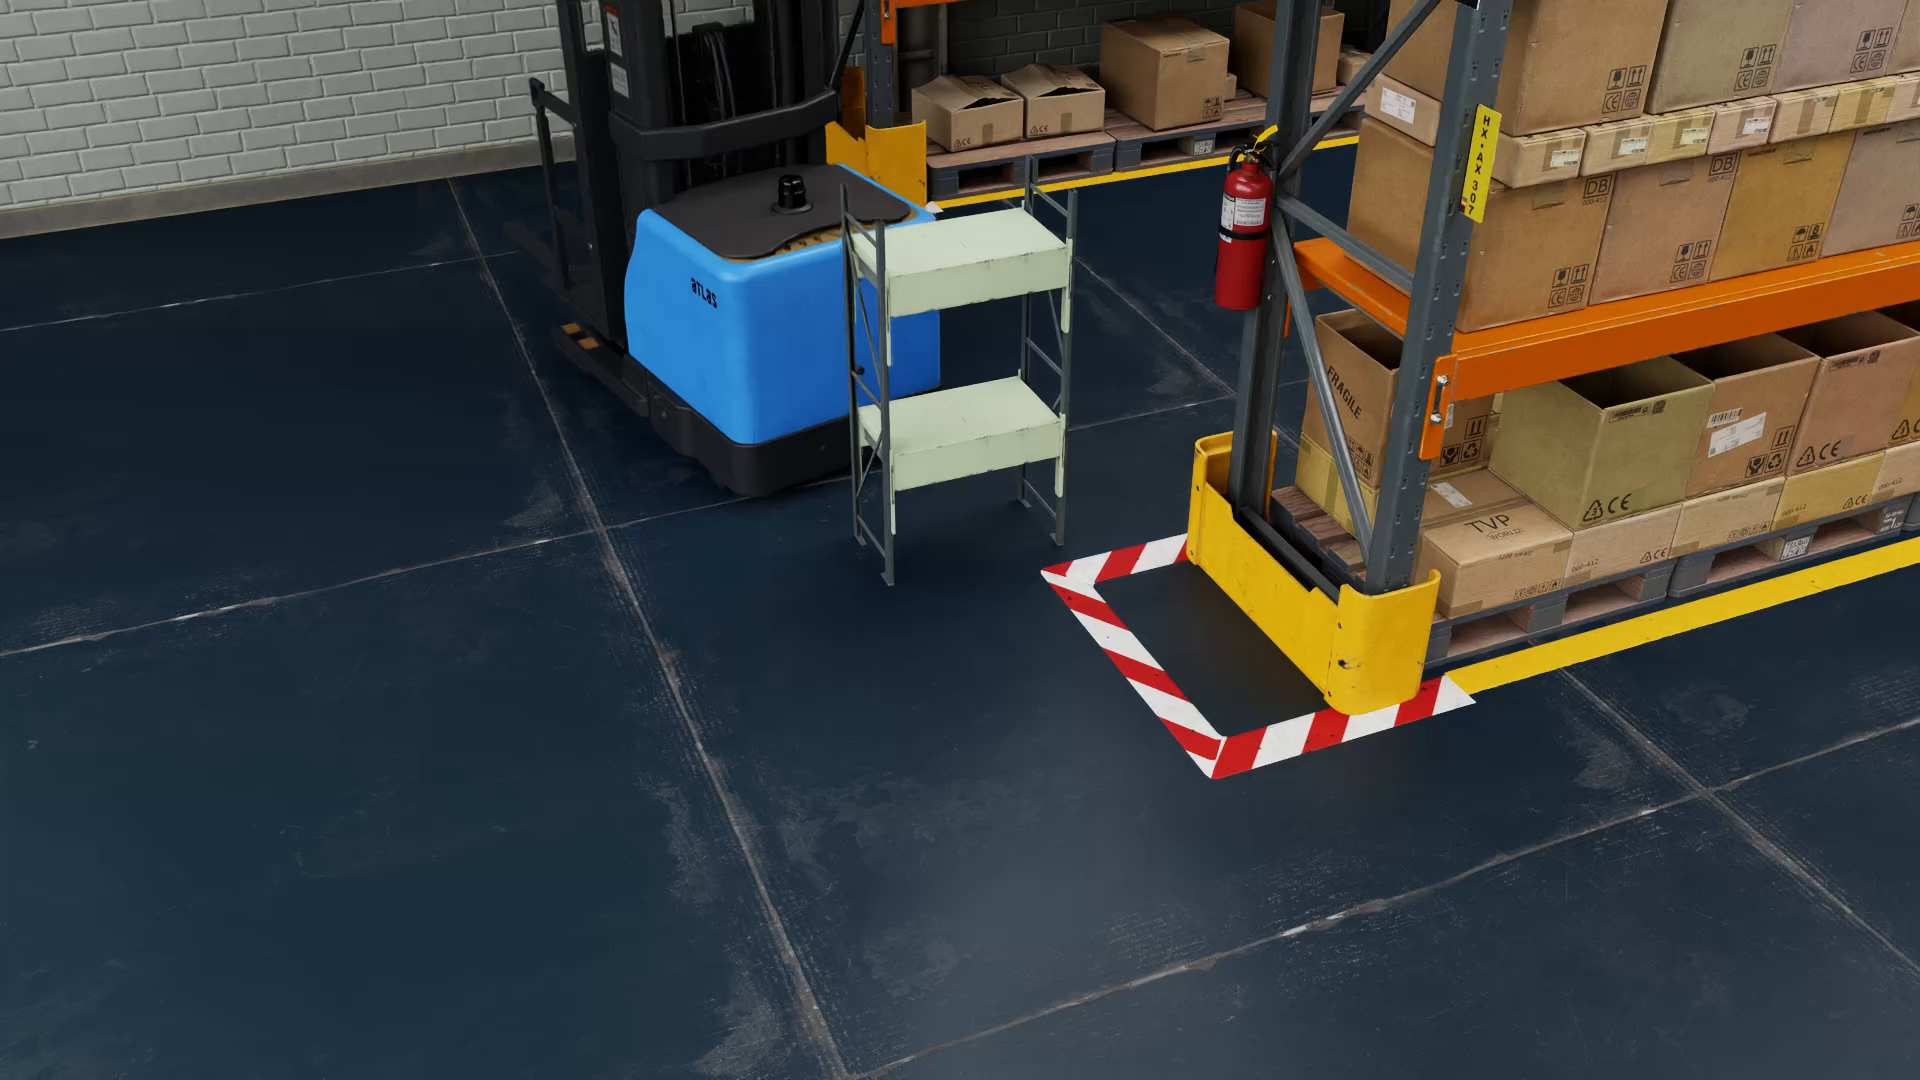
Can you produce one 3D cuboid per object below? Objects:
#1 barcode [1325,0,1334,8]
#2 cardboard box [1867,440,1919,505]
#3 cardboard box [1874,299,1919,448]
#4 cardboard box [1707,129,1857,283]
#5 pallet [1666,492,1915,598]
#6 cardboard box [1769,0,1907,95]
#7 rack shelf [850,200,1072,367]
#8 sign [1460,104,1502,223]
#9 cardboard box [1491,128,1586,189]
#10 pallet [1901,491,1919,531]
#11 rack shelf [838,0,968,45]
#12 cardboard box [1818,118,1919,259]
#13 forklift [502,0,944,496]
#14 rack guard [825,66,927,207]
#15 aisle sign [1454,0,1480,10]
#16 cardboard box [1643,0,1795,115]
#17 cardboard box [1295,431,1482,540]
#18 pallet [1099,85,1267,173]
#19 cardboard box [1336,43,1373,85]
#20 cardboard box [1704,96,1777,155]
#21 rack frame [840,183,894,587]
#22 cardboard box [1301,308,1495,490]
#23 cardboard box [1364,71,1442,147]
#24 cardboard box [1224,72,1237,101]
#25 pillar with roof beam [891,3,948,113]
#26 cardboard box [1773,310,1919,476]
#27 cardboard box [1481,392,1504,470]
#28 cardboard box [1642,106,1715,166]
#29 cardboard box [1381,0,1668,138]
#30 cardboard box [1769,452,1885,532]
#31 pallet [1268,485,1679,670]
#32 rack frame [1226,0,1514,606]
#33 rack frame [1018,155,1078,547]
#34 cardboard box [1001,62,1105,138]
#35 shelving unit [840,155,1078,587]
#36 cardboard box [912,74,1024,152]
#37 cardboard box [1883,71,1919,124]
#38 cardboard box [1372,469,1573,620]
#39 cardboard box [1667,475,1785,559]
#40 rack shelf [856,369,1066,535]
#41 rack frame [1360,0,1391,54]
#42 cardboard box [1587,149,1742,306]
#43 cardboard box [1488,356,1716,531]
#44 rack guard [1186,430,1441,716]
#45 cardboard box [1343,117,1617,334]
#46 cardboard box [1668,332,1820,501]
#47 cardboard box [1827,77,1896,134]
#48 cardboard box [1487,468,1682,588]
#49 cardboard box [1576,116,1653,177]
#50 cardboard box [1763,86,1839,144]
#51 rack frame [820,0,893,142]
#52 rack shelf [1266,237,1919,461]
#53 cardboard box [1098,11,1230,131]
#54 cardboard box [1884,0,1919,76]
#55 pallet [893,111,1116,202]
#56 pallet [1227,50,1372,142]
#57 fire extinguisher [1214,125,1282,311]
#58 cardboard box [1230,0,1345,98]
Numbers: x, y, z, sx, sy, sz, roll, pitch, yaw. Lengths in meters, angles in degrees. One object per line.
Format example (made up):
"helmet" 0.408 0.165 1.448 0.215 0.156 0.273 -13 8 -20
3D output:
"barcode" 2.468 -3.581 11.098 0.075 0.075 0.001 -13 35 -19
"cardboard box" 3.717 -0.415 6.774 0.500 0.250 0.500 -13 35 -19
"cardboard box" 3.712 -0.736 6.579 0.500 0.500 0.500 -13 35 -19
"cardboard box" 2.670 -1.318 5.933 0.500 0.500 0.700 -13 35 -19
"pallet" 3.104 -0.238 6.922 1.213 0.211 1.003 -13 35 -19
"cardboard box" 2.723 -1.878 5.605 0.500 0.500 0.700 -13 35 -19
"rack shelf" -0.006 -0.954 6.126 0.720 0.370 0.431 -13 35 -19
"sign" 1.501 -1.084 4.799 0.005 0.325 0.100 -13 35 -19
"cardboard box" 1.737 -1.257 5.245 0.250 0.149 0.380 -13 35 -19
"pallet" 4.231 -0.497 7.321 1.213 0.211 1.003 -13 35 -19
"rack shelf" 1.215 -3.579 10.160 4.000 0.370 1.077 -13 35 -19
"cardboard box" 3.154 -1.431 6.107 0.500 0.500 0.700 -12 35 -18
"forklift" -1.326 -2.167 7.393 1.130 2.935 3.031 -21 38 -29
"rack guard" -0.559 -2.427 10.021 0.348 0.500 1.175 -13 35 -19
"aisle sign" 1.350 -1.890 4.521 0.004 0.787 0.394 -13 35 -19
"cardboard box" 2.259 -1.771 5.440 0.500 0.500 0.700 -14 36 -20
"cardboard box" 1.672 -0.254 6.526 0.500 0.250 0.500 -13 35 -19
"pallet" 1.327 -2.715 10.729 1.213 0.211 1.003 -13 35 -19
"cardboard box" 2.577 -3.172 11.069 0.250 0.166 0.380 -18 37 -25
"cardboard box" 2.443 -1.418 5.492 0.250 0.149 0.380 -13 35 -20
"rack frame" -0.344 -0.550 6.220 0.023 1.500 0.400 -13 35 -19
"cardboard box" 1.671 -0.569 6.323 0.500 0.500 0.500 -13 35 -19
"cardboard box" 1.570 -1.459 5.555 0.250 0.149 0.380 -13 35 -20
"cardboard box" 1.576 -2.965 10.767 0.250 0.149 0.380 -16 36 -23
"pillar with roof beam" 1.348 -4.391 5.248 0.400 9.000 9.100 -13 35 -19
"cardboard box" 3.257 -0.623 6.406 0.500 0.500 0.500 -13 35 -19
"cardboard box" 2.128 -0.365 6.697 0.500 0.250 0.500 -13 35 -19
"cardboard box" 2.210 -1.366 5.412 0.250 0.149 0.380 -13 35 -19
"cardboard box" 1.776 -1.657 5.266 0.500 0.500 0.700 -13 35 -19
"cardboard box" 3.256 -0.309 6.611 0.500 0.250 0.500 -13 35 -19
"pallet" 1.981 0.018 6.529 1.213 0.211 1.003 -13 35 -19
"rack frame" 1.292 -0.968 5.488 0.127 3.000 1.000 -13 35 -19
"rack frame" 0.331 -0.704 6.458 0.023 1.500 0.400 -13 35 -19
"cardboard box" 0.569 -2.737 10.268 0.500 0.311 0.500 -10 34 -15
"shelving unit" -0.006 -0.627 6.339 0.755 1.500 0.431 -13 35 -19
"cardboard box" 0.044 -2.617 10.083 0.500 0.311 0.500 -17 37 -24
"cardboard box" 3.155 -1.581 5.743 0.250 0.149 0.380 -13 35 -18
"cardboard box" 1.872 0.007 6.125 0.500 0.250 0.500 -13 35 -19
"cardboard box" 2.793 -0.206 6.452 0.500 0.250 0.500 -13 35 -19
"rack shelf" -0.006 -0.354 6.517 0.720 0.370 0.431 -13 35 -19
"rack frame" 3.059 -4.303 10.613 0.127 3.000 1.000 -13 35 -19
"cardboard box" 2.210 -1.216 5.776 0.500 0.500 0.700 -12 35 -18
"cardboard box" 2.333 -0.414 6.085 0.500 0.500 0.500 -13 35 -19
"rack guard" 1.270 0.084 6.162 0.348 0.500 1.175 -13 35 -19
"cardboard box" 1.727 -1.102 5.602 0.500 0.500 0.700 -13 35 -19
"cardboard box" 2.789 -0.526 6.257 0.500 0.500 0.500 -13 35 -19
"cardboard box" 2.924 -1.530 5.664 0.250 0.149 0.380 -13 35 -20
"cardboard box" 2.332 -0.101 6.290 0.500 0.250 0.500 -13 35 -19
"cardboard box" 1.979 -1.314 5.332 0.250 0.149 0.380 -14 36 -20
"cardboard box" 2.688 -1.476 5.581 0.250 0.149 0.380 -14 36 -21
"rack frame" -0.629 -3.459 9.315 0.127 3.000 1.000 -13 35 -19
"rack shelf" 3.136 -1.089 6.333 4.000 0.370 1.077 -13 35 -19
"cardboard box" 1.265 -2.946 10.416 0.500 0.500 0.700 -15 36 -22
"cardboard box" 3.185 -1.984 5.767 0.500 0.500 0.700 -13 35 -19
"pallet" 0.204 -2.460 10.337 1.213 0.211 1.003 -13 35 -19
"pallet" 2.453 -2.975 11.128 1.213 0.211 1.003 -13 35 -19
"fire extinguisher" 1.003 -1.145 5.830 0.183 0.674 0.296 -13 35 -19
"cardboard box" 2.117 -3.201 10.807 0.500 0.500 0.500 -16 36 -22
